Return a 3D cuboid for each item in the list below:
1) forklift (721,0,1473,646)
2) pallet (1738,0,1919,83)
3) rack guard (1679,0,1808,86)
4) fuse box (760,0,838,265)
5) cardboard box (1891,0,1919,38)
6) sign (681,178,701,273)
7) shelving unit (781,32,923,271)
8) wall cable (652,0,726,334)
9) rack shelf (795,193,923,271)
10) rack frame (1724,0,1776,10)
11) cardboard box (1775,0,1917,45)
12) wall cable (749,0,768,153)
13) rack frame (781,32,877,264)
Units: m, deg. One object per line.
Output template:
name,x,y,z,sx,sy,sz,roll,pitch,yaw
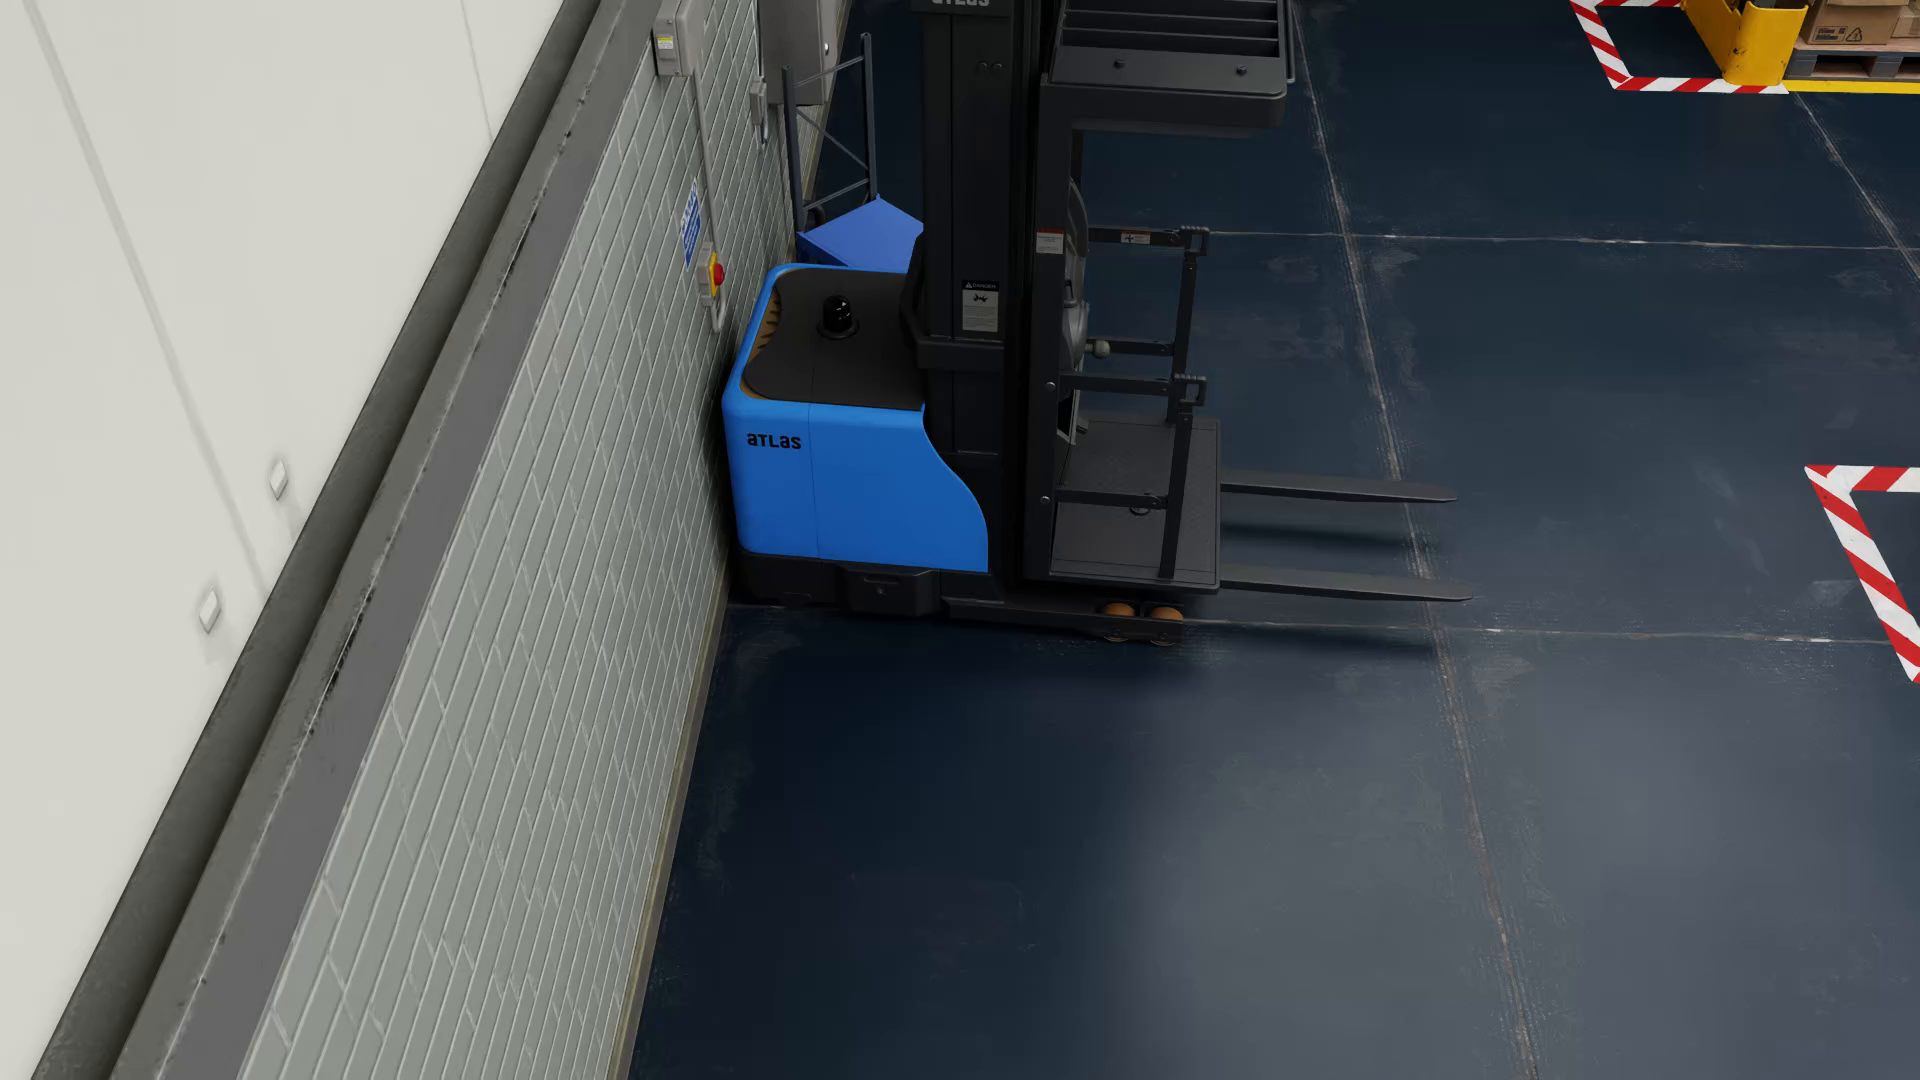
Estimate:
forklift,0.622,-1.022,6.282,3.031,2.935,1.130,5,43,5
pallet,5.787,-3.286,10.708,1.213,0.211,1.003,2,43,2
rack guard,4.991,-3.416,10.635,0.348,0.500,1.175,2,43,2
fuse box,-0.699,-2.064,8.296,0.414,1.711,0.539,2,43,2
cardboard box,5.944,-3.320,10.482,0.250,0.149,0.380,0,43,0
sign,-1.002,-1.177,6.201,0.001,0.218,0.327,2,43,2
shelving unit,-0.255,-1.407,7.746,0.538,1.500,1.048,-32,52,-30
wall cable,-0.939,-1.493,5.969,0.123,1.953,0.585,2,43,2
rack shelf,-0.255,-1.276,7.868,0.538,0.185,1.000,-32,52,-30
rack frame,4.915,-4.332,9.785,0.127,3.000,1.000,2,43,2
cardboard box,5.522,-3.489,10.404,0.637,0.503,0.797,0,43,0
wall cable,-0.887,-2.447,7.017,0.122,1.984,0.588,2,43,2
rack frame,-0.602,-1.661,8.018,0.500,1.500,0.032,-32,52,-30
